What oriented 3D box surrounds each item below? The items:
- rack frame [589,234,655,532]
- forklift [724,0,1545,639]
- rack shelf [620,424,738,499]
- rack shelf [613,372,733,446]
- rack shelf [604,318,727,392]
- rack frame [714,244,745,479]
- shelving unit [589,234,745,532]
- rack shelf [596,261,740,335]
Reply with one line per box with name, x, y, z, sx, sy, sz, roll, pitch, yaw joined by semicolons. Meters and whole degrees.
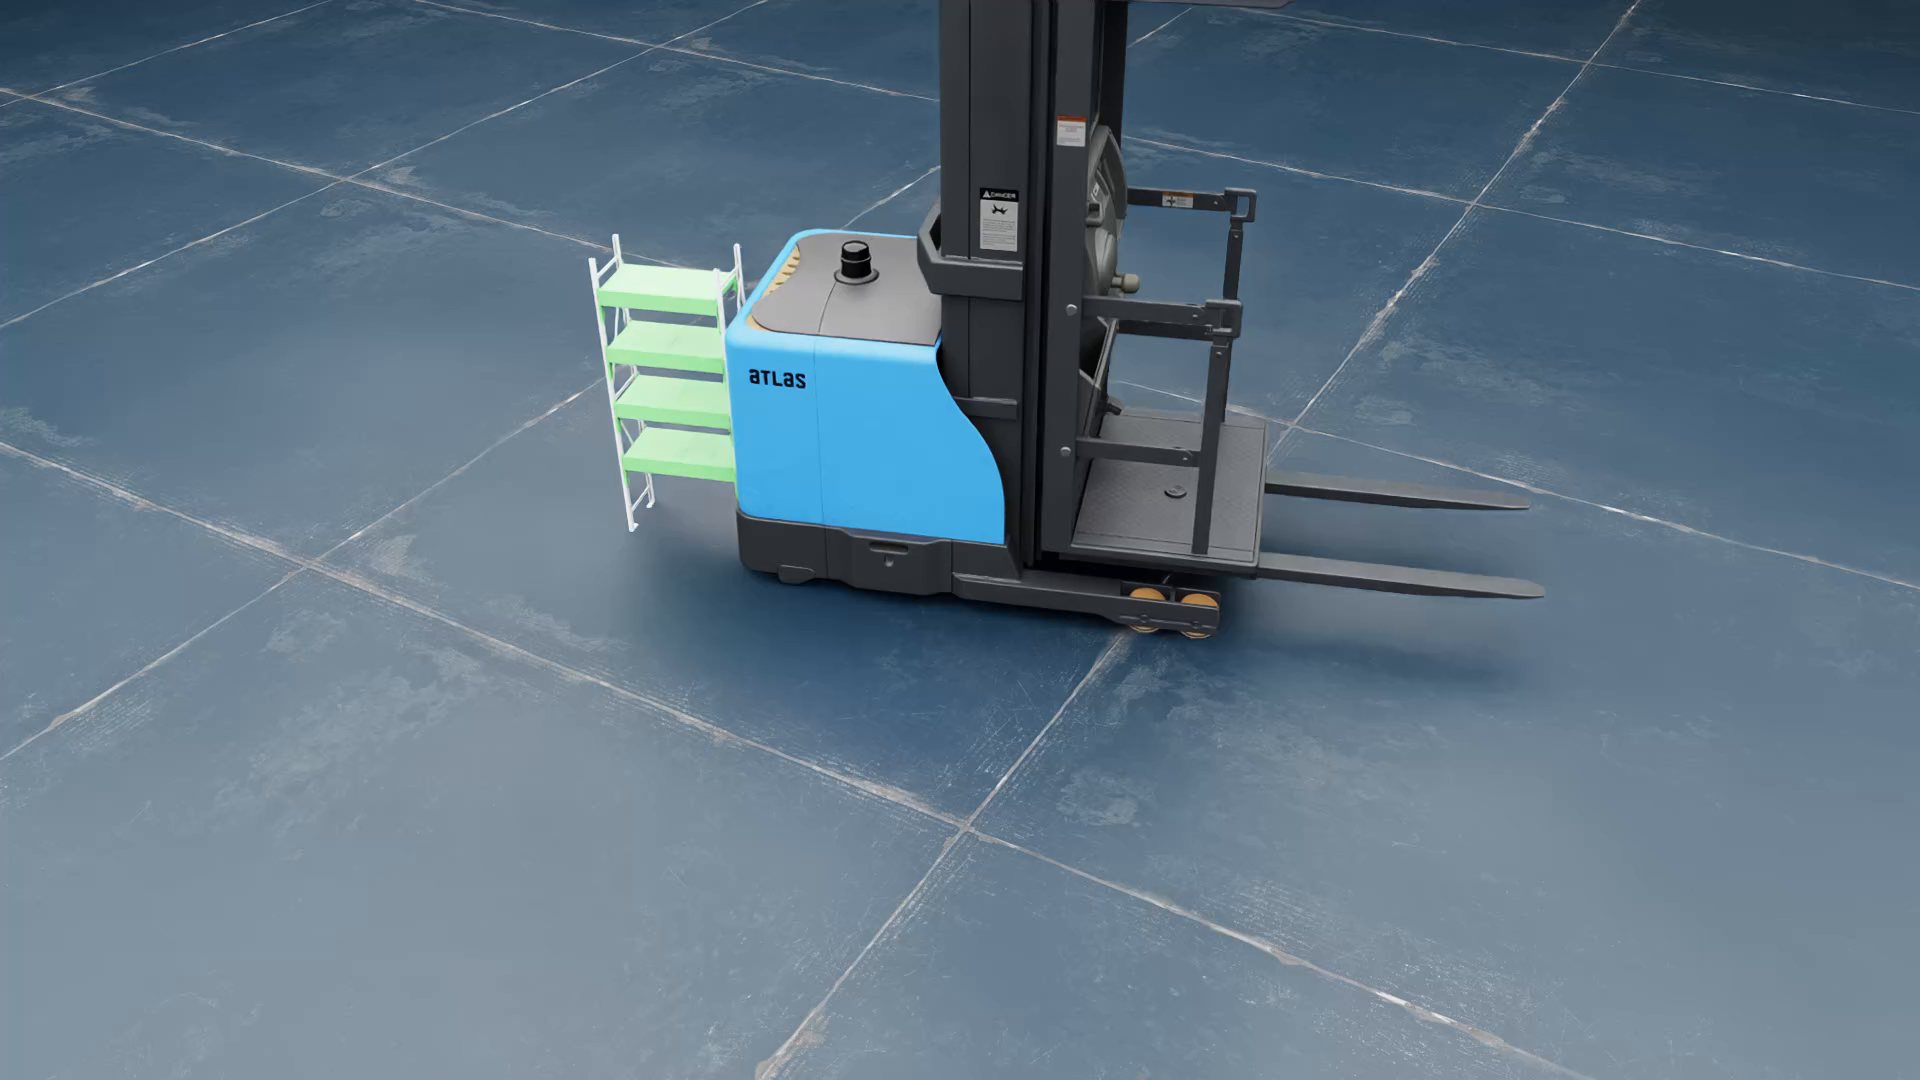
rack frame;-1.327;-0.599;6.566;0.015;1.200;0.240;7;34;11
forklift;0.705;-1.174;5.868;3.031;2.935;1.130;6;34;9
rack shelf;-1.084;-0.318;6.686;0.480;0.148;0.258;7;34;11
rack shelf;-1.088;-0.518;6.553;0.480;0.148;0.258;7;34;11
rack shelf;-1.092;-0.718;6.421;0.480;0.148;0.258;7;34;11
rack frame;-0.851;-0.544;6.470;0.015;1.200;0.240;7;34;11
shelving unit;-1.089;-0.571;6.518;0.503;1.200;0.258;7;34;11
rack shelf;-1.096;-0.919;6.289;0.480;0.148;0.258;7;34;11
